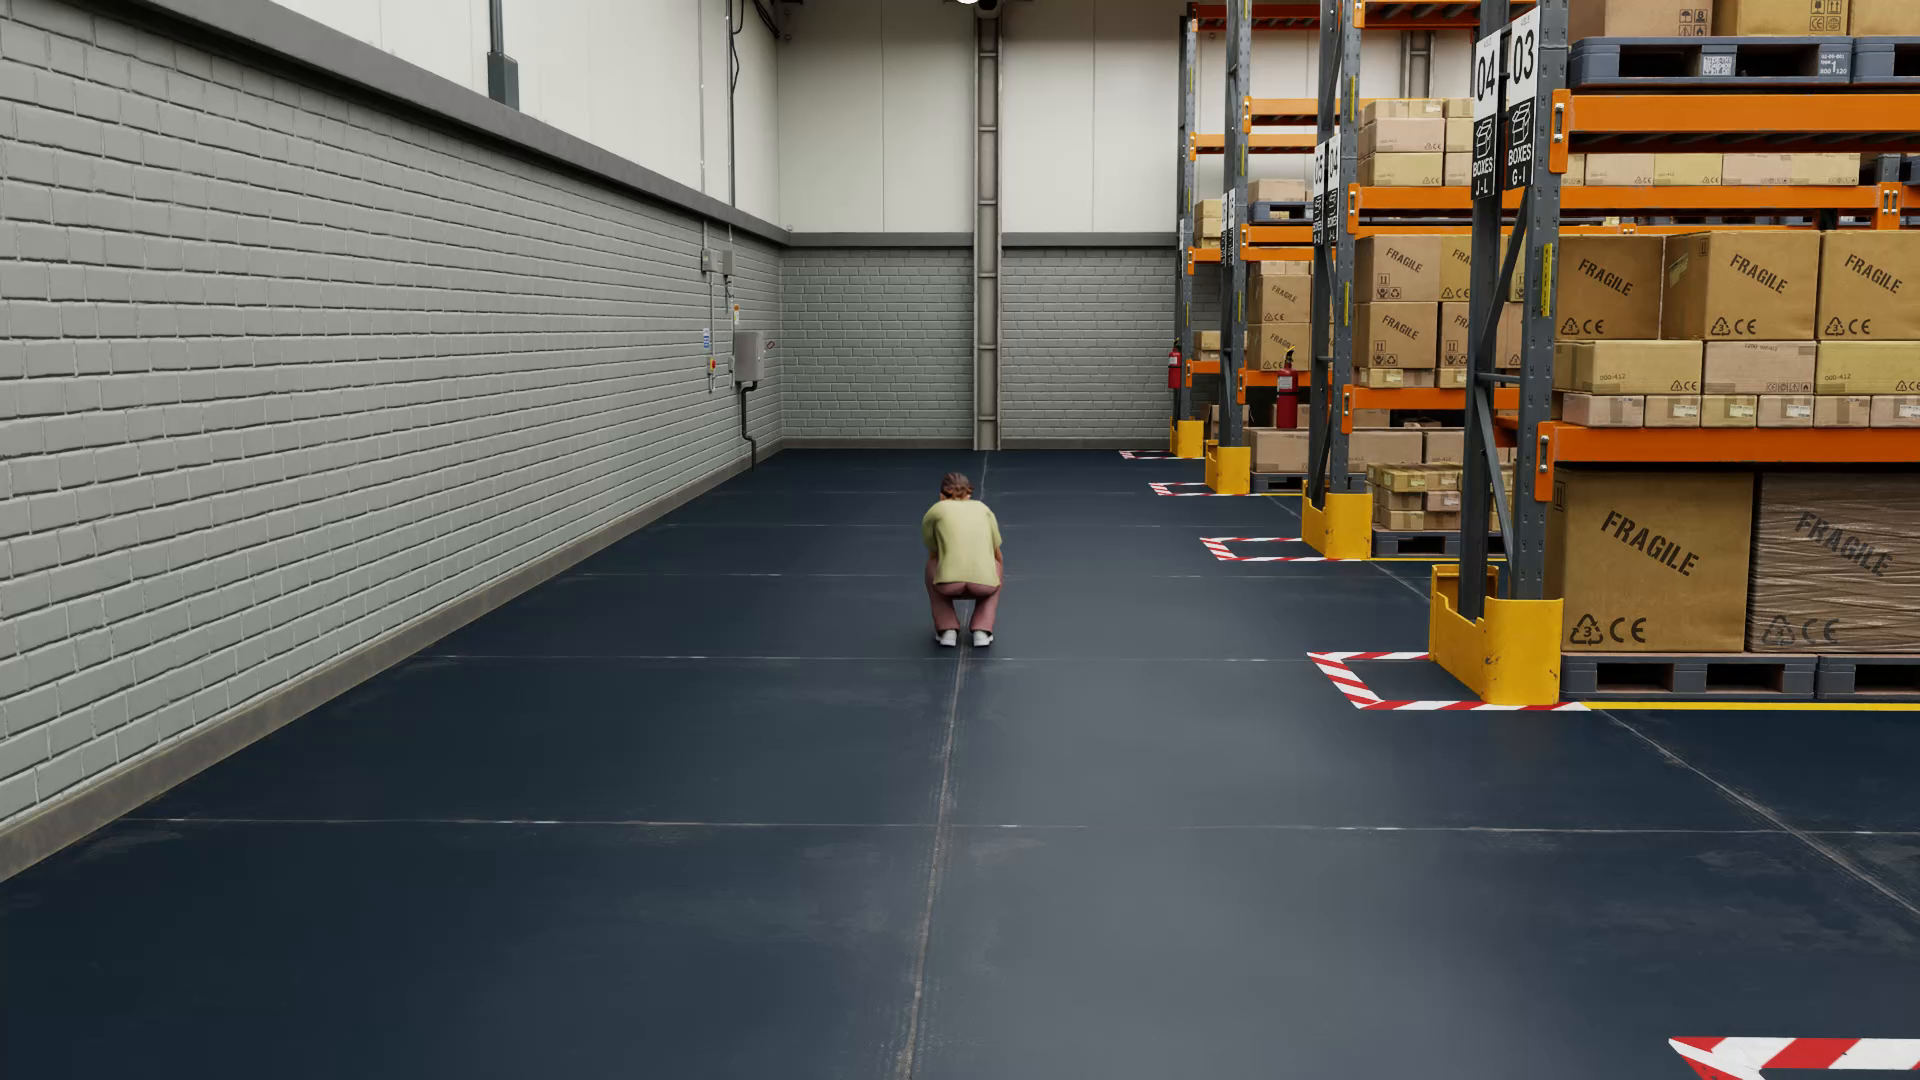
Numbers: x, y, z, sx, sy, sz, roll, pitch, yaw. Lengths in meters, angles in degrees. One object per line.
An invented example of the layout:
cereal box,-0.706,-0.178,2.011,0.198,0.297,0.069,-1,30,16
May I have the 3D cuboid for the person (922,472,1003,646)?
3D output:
person,0.014,0.106,9.375,0.463,0.943,0.786,0,7,1
